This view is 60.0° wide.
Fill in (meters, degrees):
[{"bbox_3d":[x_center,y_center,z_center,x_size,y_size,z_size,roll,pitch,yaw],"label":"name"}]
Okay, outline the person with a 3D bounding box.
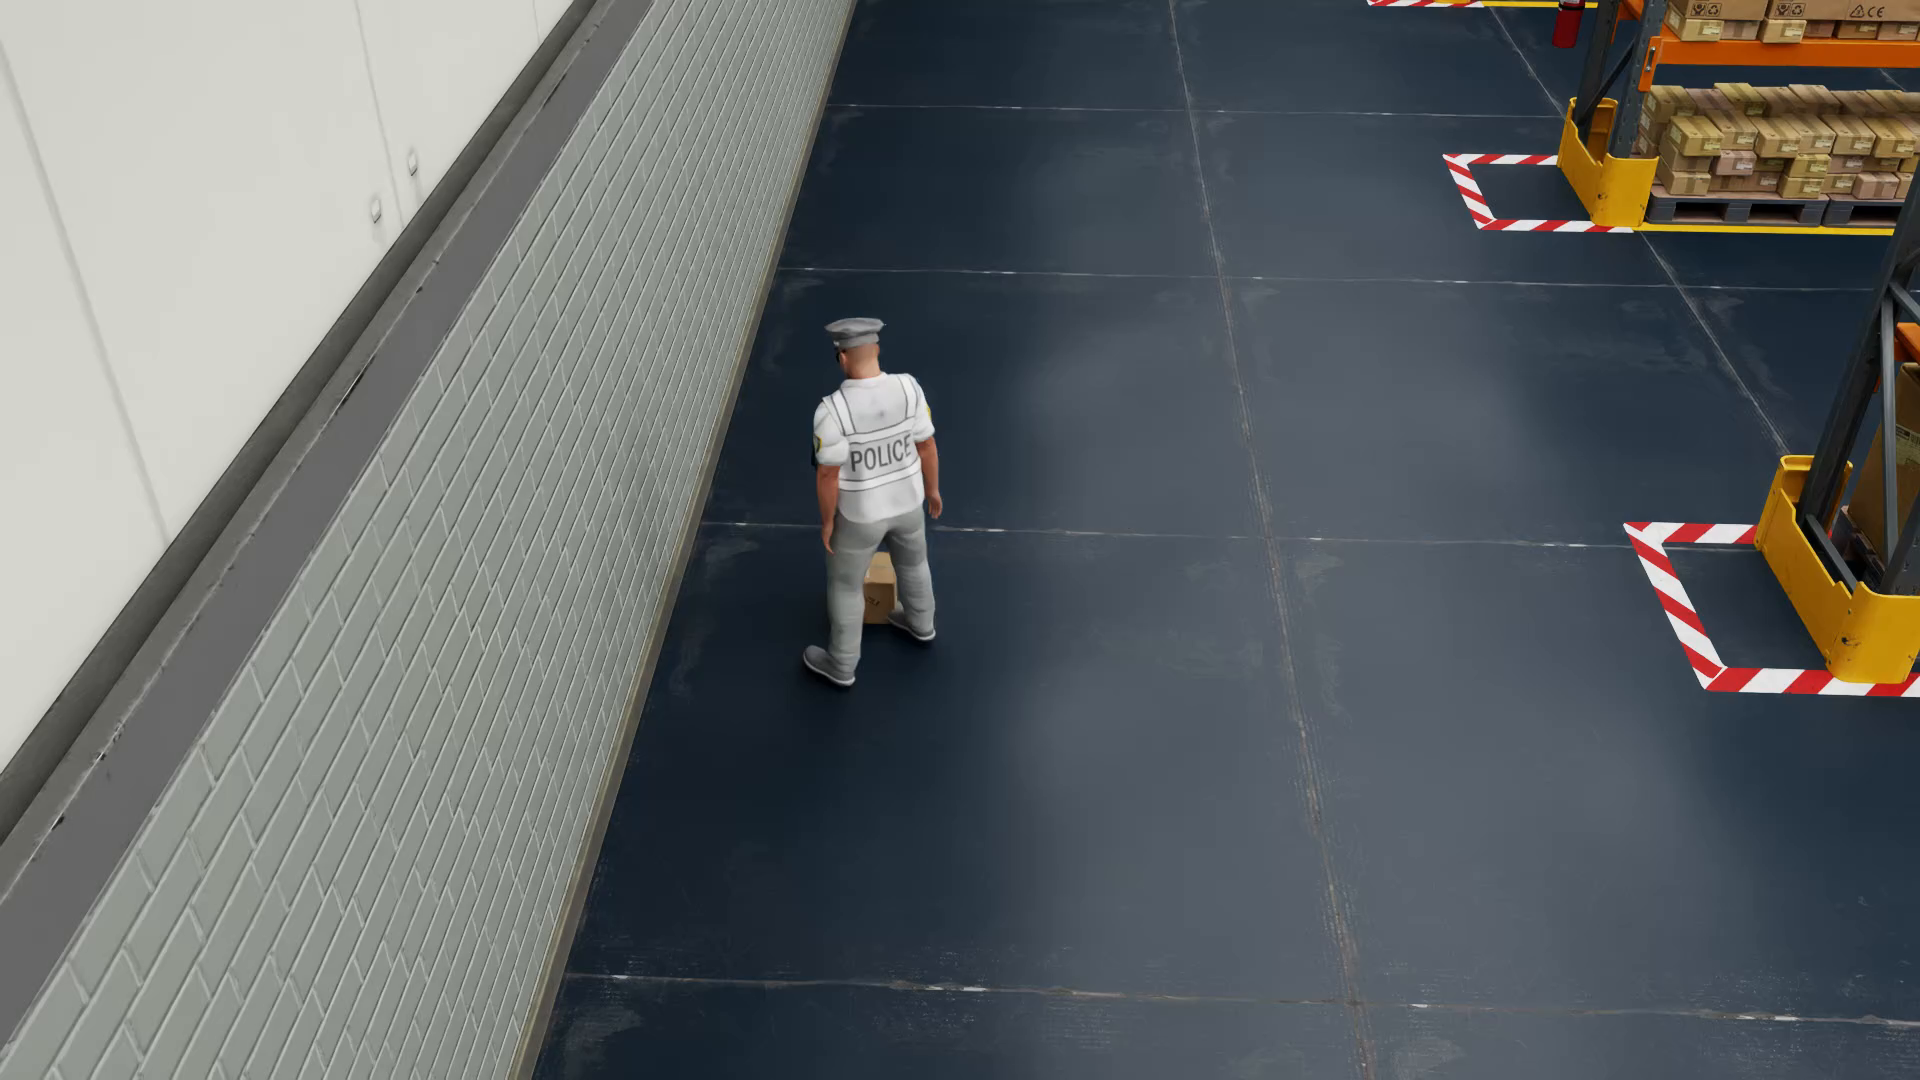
[{"bbox_3d":[-0.408,-0.173,7.345,0.657,1.740,0.492,-18,39,-23],"label":"person"}]
